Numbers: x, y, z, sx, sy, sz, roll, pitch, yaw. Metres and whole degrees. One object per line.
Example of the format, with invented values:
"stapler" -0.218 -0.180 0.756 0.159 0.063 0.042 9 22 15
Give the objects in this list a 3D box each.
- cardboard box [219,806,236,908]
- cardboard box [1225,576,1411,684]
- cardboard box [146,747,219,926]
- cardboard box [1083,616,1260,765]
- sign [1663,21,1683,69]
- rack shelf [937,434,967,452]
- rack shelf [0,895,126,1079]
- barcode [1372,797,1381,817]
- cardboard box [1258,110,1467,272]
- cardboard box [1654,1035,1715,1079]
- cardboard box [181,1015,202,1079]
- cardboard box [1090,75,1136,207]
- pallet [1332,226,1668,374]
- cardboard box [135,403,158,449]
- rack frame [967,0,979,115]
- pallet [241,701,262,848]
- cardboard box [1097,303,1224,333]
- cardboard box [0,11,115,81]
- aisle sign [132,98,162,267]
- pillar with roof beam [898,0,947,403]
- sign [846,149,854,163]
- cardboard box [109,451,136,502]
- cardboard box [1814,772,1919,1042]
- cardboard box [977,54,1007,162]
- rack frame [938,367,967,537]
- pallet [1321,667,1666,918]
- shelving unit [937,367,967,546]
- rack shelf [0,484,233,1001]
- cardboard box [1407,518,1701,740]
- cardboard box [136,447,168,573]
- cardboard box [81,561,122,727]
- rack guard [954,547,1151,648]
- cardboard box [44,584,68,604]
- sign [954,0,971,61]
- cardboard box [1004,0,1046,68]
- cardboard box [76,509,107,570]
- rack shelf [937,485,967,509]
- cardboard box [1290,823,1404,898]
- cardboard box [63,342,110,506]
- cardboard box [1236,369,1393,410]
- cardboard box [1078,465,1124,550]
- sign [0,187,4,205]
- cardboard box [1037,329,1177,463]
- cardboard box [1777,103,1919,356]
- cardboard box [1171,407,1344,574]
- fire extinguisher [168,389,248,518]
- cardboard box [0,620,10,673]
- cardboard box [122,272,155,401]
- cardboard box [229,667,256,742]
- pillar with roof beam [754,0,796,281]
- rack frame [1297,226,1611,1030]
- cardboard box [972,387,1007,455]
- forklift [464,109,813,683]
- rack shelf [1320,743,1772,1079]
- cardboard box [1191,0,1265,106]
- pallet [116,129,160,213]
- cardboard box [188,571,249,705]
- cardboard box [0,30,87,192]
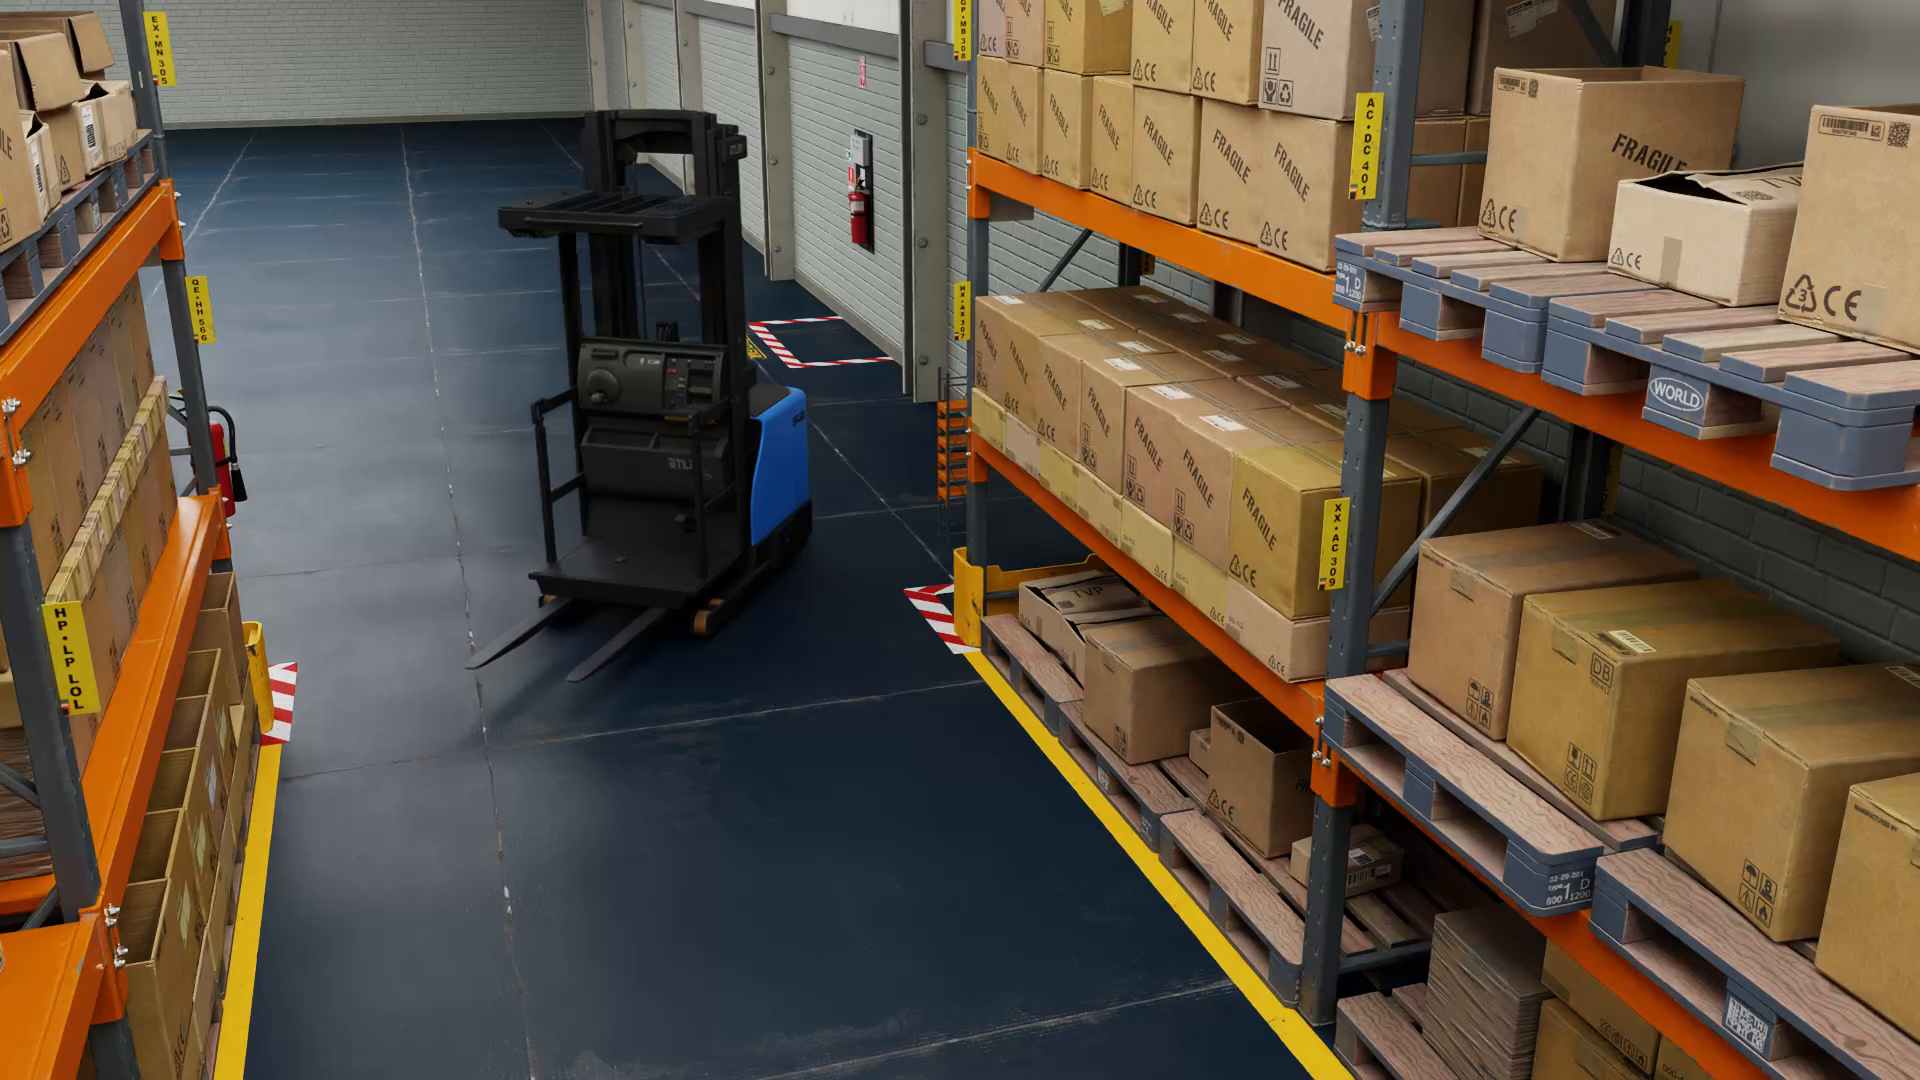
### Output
"cardboard box" -3.239 1.324 6.740 0.500 0.250 0.500 -6 21 -17
"cardboard box" 1.352 0.304 6.325 0.500 0.250 0.500 -6 21 -17
"cardboard box" -3.076 1.131 6.169 0.500 0.500 0.500 -6 21 -17
"cardboard box" 1.025 0.703 8.068 0.700 0.500 0.500 -8 21 -21
"sign" 2.314 -1.538 5.476 0.100 0.325 0.005 -6 21 -17
"rack shelf" -0.005 -0.640 11.201 0.258 0.103 0.180 -6 21 -17
"rack shelf" -2.285 1.870 2.836 1.077 0.370 4.000 -6 21 -17
"barcode" 1.806 1.159 7.214 0.001 0.075 0.075 -6 21 -17
"cardboard box" 1.394 -1.242 5.823 0.500 0.500 0.500 -6 21 -16
"cardboard box" 2.344 1.521 4.682 0.500 0.250 0.500 -7 21 -19
"cardboard box" -2.771 1.805 5.399 0.500 0.250 0.500 -6 21 -17
"cardboard box" 0.889 -1.743 7.218 0.500 0.500 0.500 -5 20 -14
"pallet" 1.881 -0.751 4.912 1.213 0.211 1.003 -6 21 -17
"cardboard box" -3.706 -0.478 7.202 0.380 0.149 0.250 -7 21 -18
"rack frame" 0.531 -3.745 8.530 1.000 3.000 0.127 -6 21 -17
"pallet" -3.890 1.160 7.876 1.003 0.211 1.213 -6 21 -17
"cardboard box" 1.030 -0.922 8.628 0.500 0.500 0.500 -6 21 -16
"cardboard box" -3.994 -1.933 6.941 0.797 0.503 0.637 -5 20 -13
"aisle sign" -3.912 -1.669 7.781 0.394 0.787 0.004 -6 21 -17
"pillar with roof beam" -4.401 -5.080 12.247 9.100 9.000 0.400 -6 21 -17
"sign" -1.137 -3.963 17.176 0.001 0.109 0.331 -6 21 -17
"cardboard box" -3.461 -0.228 6.507 0.380 0.149 0.250 -6 21 -16
"cardboard box" 2.475 0.845 3.828 0.700 0.500 0.500 -6 21 -17
"cardboard box" 0.399 -2.255 8.644 0.500 0.500 0.500 -6 21 -16
"rack frame" -0.033 -0.599 11.308 0.240 1.200 0.006 -6 21 -17
"pallet" 1.890 0.713 5.276 1.003 0.211 1.213 -6 21 -17
"shelving unit" -0.005 -0.569 11.227 0.258 1.200 0.189 -6 21 -17
"rack shelf" -3.542 0.587 6.410 1.077 0.370 4.000 -6 21 -17
"cardboard box" 1.916 0.275 5.414 0.700 0.500 0.500 -6 21 -17
"cardboard box" -3.866 -0.121 7.169 0.700 0.500 0.500 -6 21 -16
"cardboard box" -3.385 0.371 5.798 0.700 0.500 0.500 -6 21 -16
"rack guard" 0.555 0.280 9.898 1.175 0.500 0.348 -6 21 -17
"cardboard box" -2.976 0.268 5.126 0.380 0.149 0.250 -7 21 -19
"sign" 0.016 -2.686 8.728 0.100 0.325 0.005 -6 21 -17
"cardboard box" 0.531 -2.544 7.968 0.500 0.500 0.500 -7 21 -18
"cardboard box" -3.223 0.018 5.822 0.380 0.149 0.250 -7 21 -19
"rack shelf" -0.005 -0.302 11.323 0.258 0.103 0.180 -6 21 -17
"cardboard box" 1.592 1.320 6.844 0.380 0.166 0.250 -9 22 -24
"cardboard box" -3.532 -0.392 6.005 0.700 0.500 0.500 -6 21 -17
"cardboard box" 1.528 -0.429 7.257 0.500 0.500 0.500 -6 21 -16
"cardboard box" 0.871 -0.178 7.667 0.500 0.250 0.500 -6 21 -17
"sign" -2.401 -0.974 4.023 0.100 0.325 0.005 -6 21 -17
"cardboard box" 0.698 -0.702 8.015 0.500 0.500 0.500 -7 21 -19
"cardboard box" 2.272 -0.714 3.761 0.500 0.500 0.500 -7 21 -19
"cardboard box" 1.184 -0.208 6.640 0.500 0.500 0.500 -7 21 -18
"fire extinguisher" -3.767 -0.444 8.331 0.296 0.674 0.183 -6 21 -17
"cardboard box" -3.059 0.091 4.660 0.700 0.500 0.500 -6 21 -17
"cardboard box" -4.019 -0.883 7.371 0.700 0.500 0.500 -6 21 -17
"cardboard box" -3.722 0.843 8.077 0.500 0.250 0.500 -6 21 -17
"pillar with roof beam" -6.286 -7.005 17.608 9.100 9.000 0.400 -6 21 -17
"rack frame" 1.788 0.362 5.970 1.000 3.000 0.127 -6 21 -17
"cardboard box" 0.383 -0.670 9.036 0.500 0.250 0.500 -7 21 -19
"forklift" -1.905 -0.950 9.727 1.130 2.935 3.031 6 20 15
"rack shelf" 2.417 1.343 4.305 1.077 0.370 4.000 -6 21 -17
"cardboard box" 1.190 -1.884 6.130 0.500 0.500 0.500 -5 20 -14
"pallet" -3.973 -1.534 6.944 1.003 0.211 1.213 -6 21 -17
"cardboard box" -3.720 0.490 7.951 0.500 0.500 0.500 -6 21 -17
"cardboard box" -3.311 -1.376 5.391 0.797 0.503 0.637 -4 20 -11
